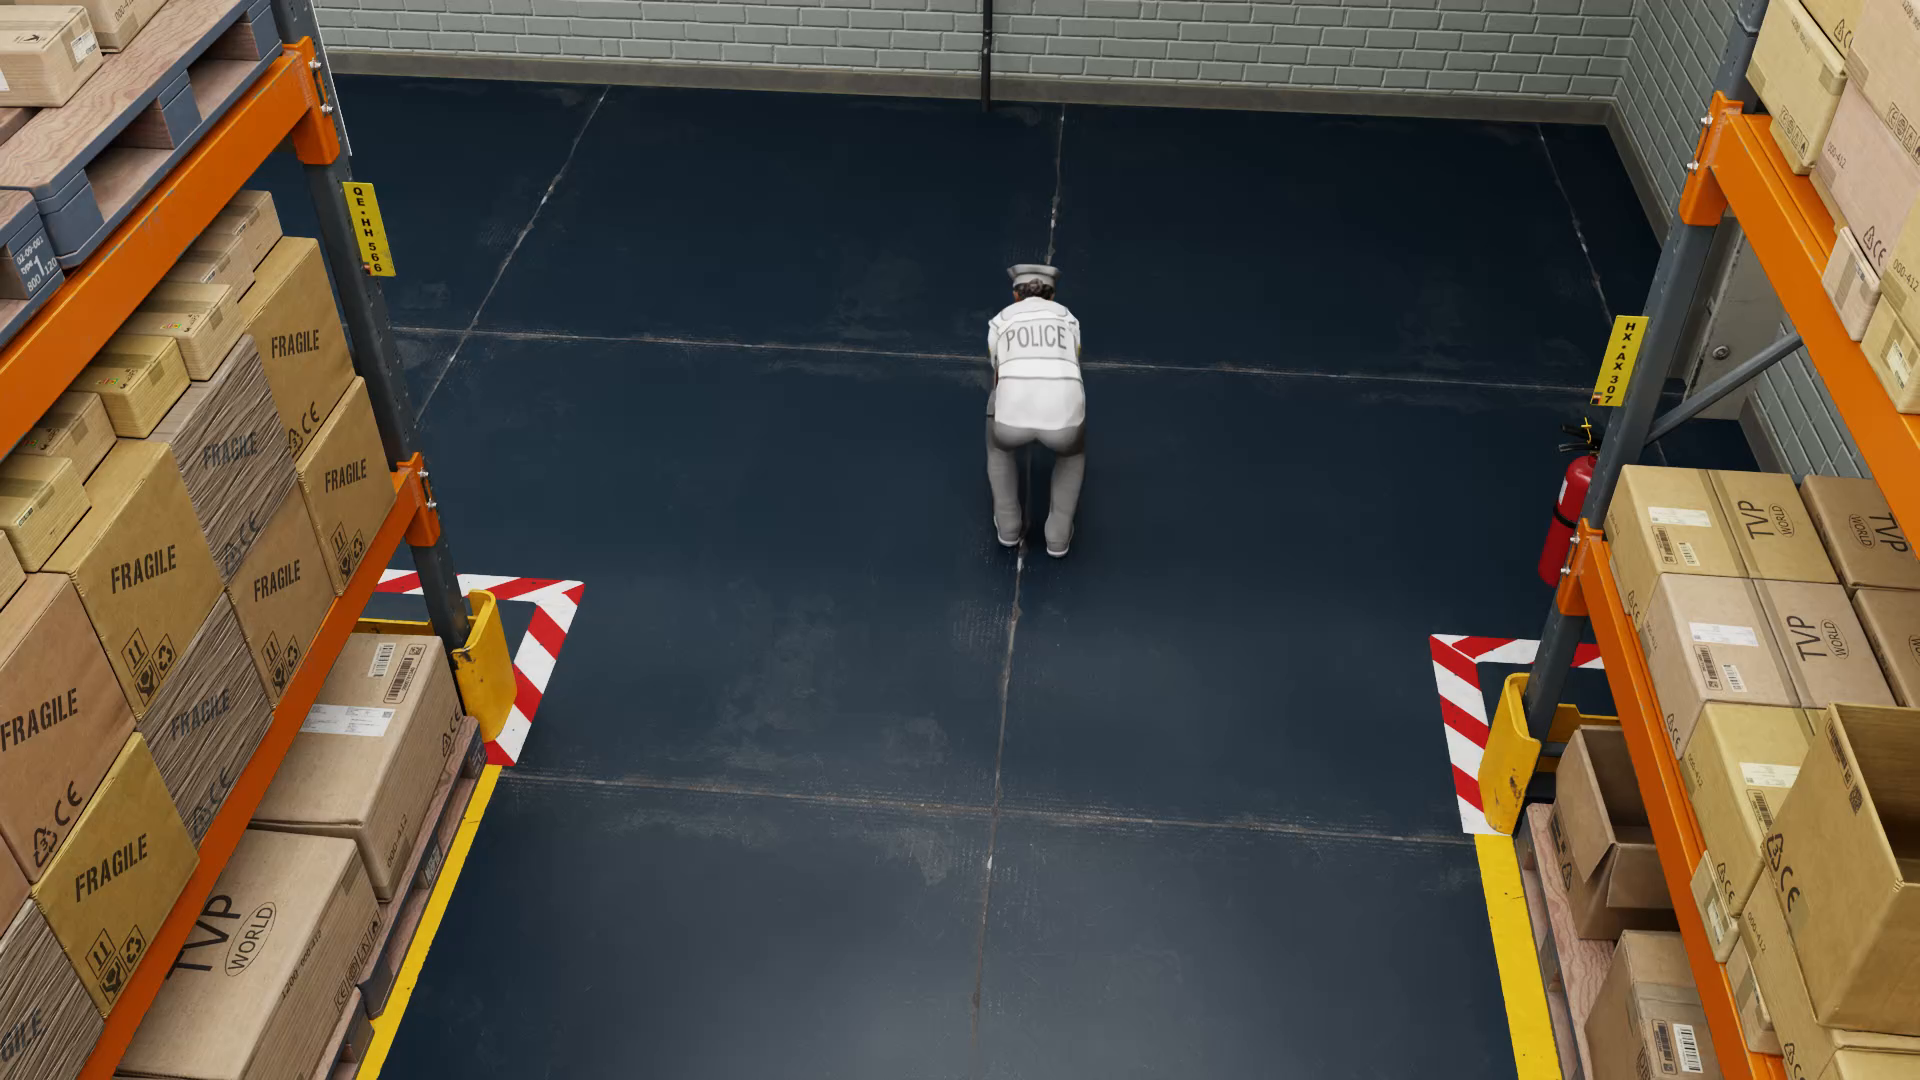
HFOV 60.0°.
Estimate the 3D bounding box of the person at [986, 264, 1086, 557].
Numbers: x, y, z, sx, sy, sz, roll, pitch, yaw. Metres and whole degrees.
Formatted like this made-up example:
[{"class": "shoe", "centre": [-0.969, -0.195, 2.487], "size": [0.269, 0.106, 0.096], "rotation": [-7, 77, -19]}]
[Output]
[{"class": "person", "centre": [0.334, -0.559, 7.238], "size": [0.441, 1.122, 0.928], "rotation": [1, 40, 2]}]
